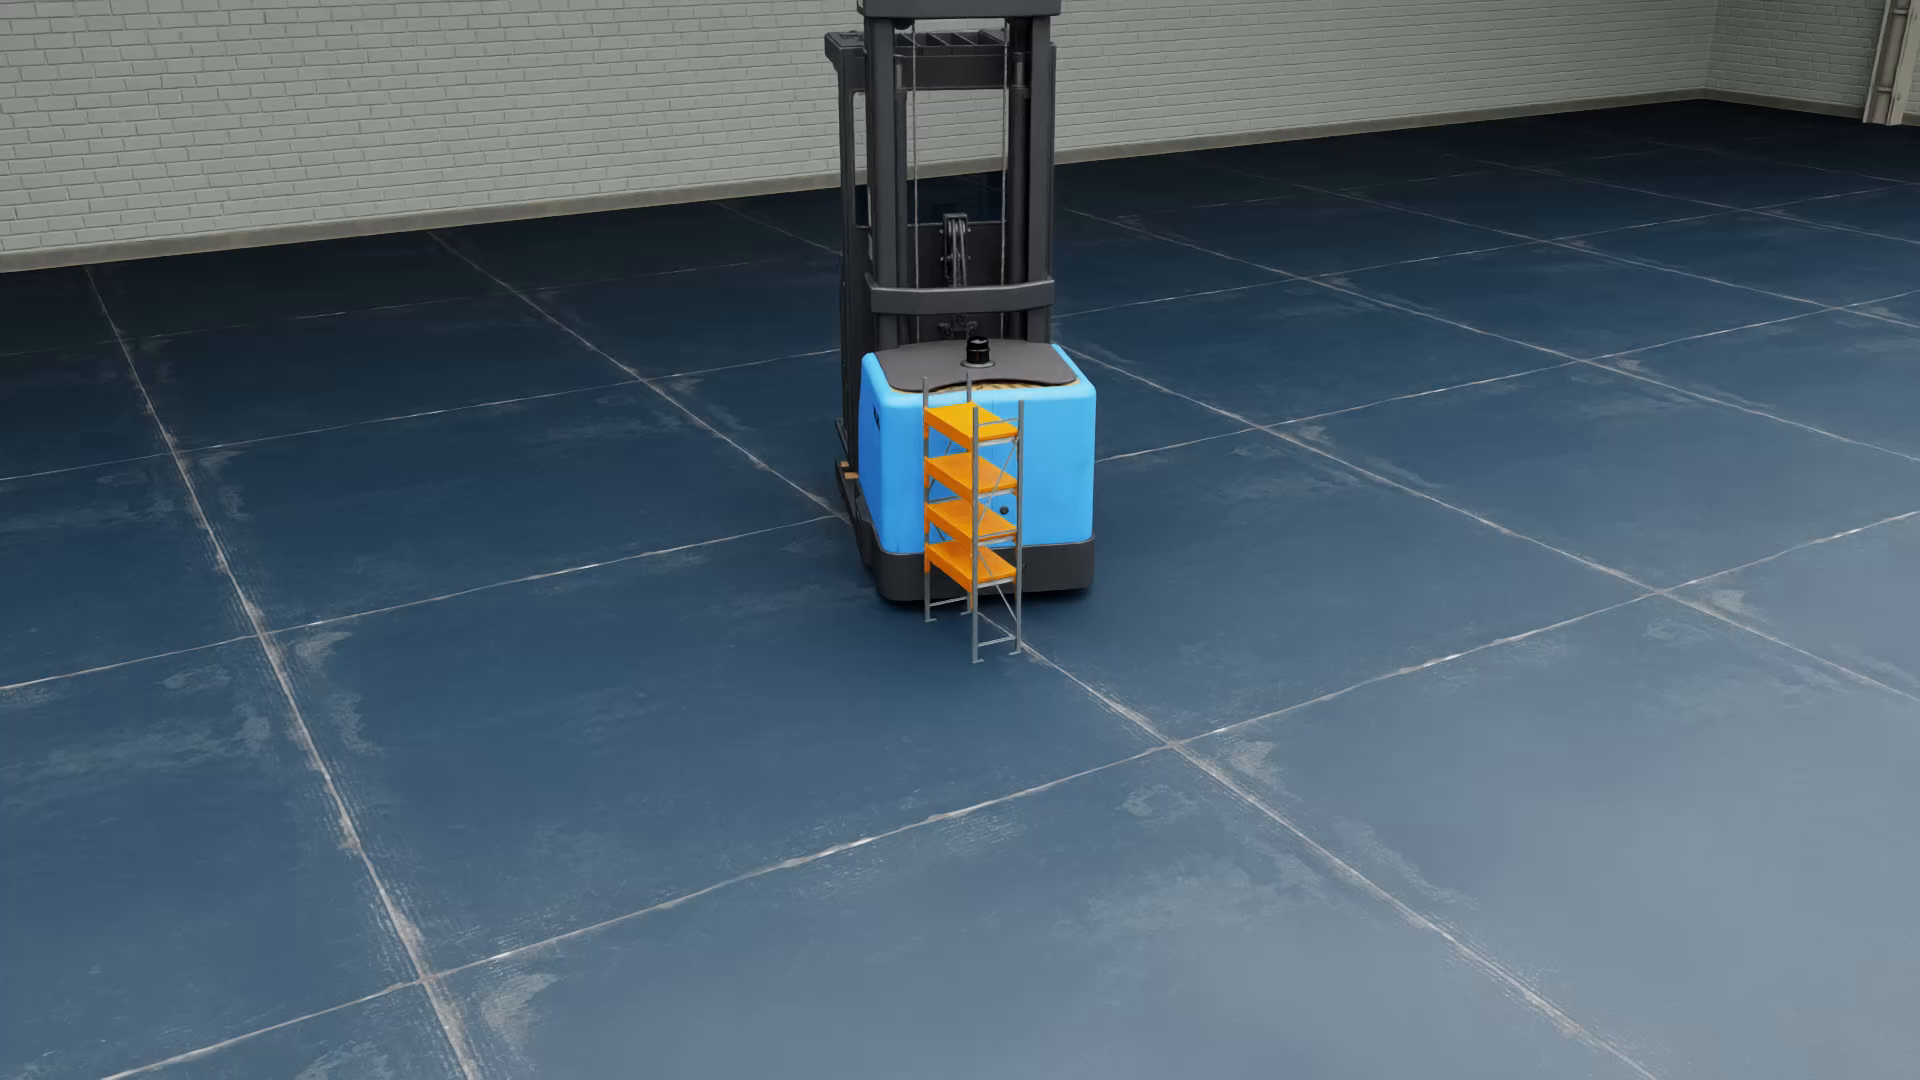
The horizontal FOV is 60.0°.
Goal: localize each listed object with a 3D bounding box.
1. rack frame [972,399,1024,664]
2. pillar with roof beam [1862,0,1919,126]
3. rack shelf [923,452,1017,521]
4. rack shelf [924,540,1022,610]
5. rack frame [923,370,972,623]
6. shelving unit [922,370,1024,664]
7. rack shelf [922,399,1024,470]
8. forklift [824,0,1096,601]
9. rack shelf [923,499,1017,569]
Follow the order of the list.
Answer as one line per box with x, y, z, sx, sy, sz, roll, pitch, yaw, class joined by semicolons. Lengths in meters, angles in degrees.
0.163;-0.024;7.277;0.240;1.200;0.015;-11;24;-25;rack frame
9.053;-9.109;19.272;9.100;9.000;0.400;-13;25;-28;pillar with roof beam
0.054;-0.251;7.420;0.258;0.148;0.480;-11;24;-25;rack shelf
0.054;0.140;7.579;0.258;0.148;0.480;-11;24;-25;rack shelf
-0.056;-0.188;7.681;0.240;1.200;0.015;-11;24;-25;rack frame
0.054;-0.106;7.479;0.258;1.200;0.503;-11;24;-25;shelving unit
0.054;-0.470;7.331;0.258;0.148;0.480;-11;24;-25;rack shelf
-0.107;-1.589;8.829;1.130;2.935;3.031;-4;22;-9;forklift
0.054;-0.044;7.504;0.258;0.148;0.480;-11;24;-25;rack shelf
